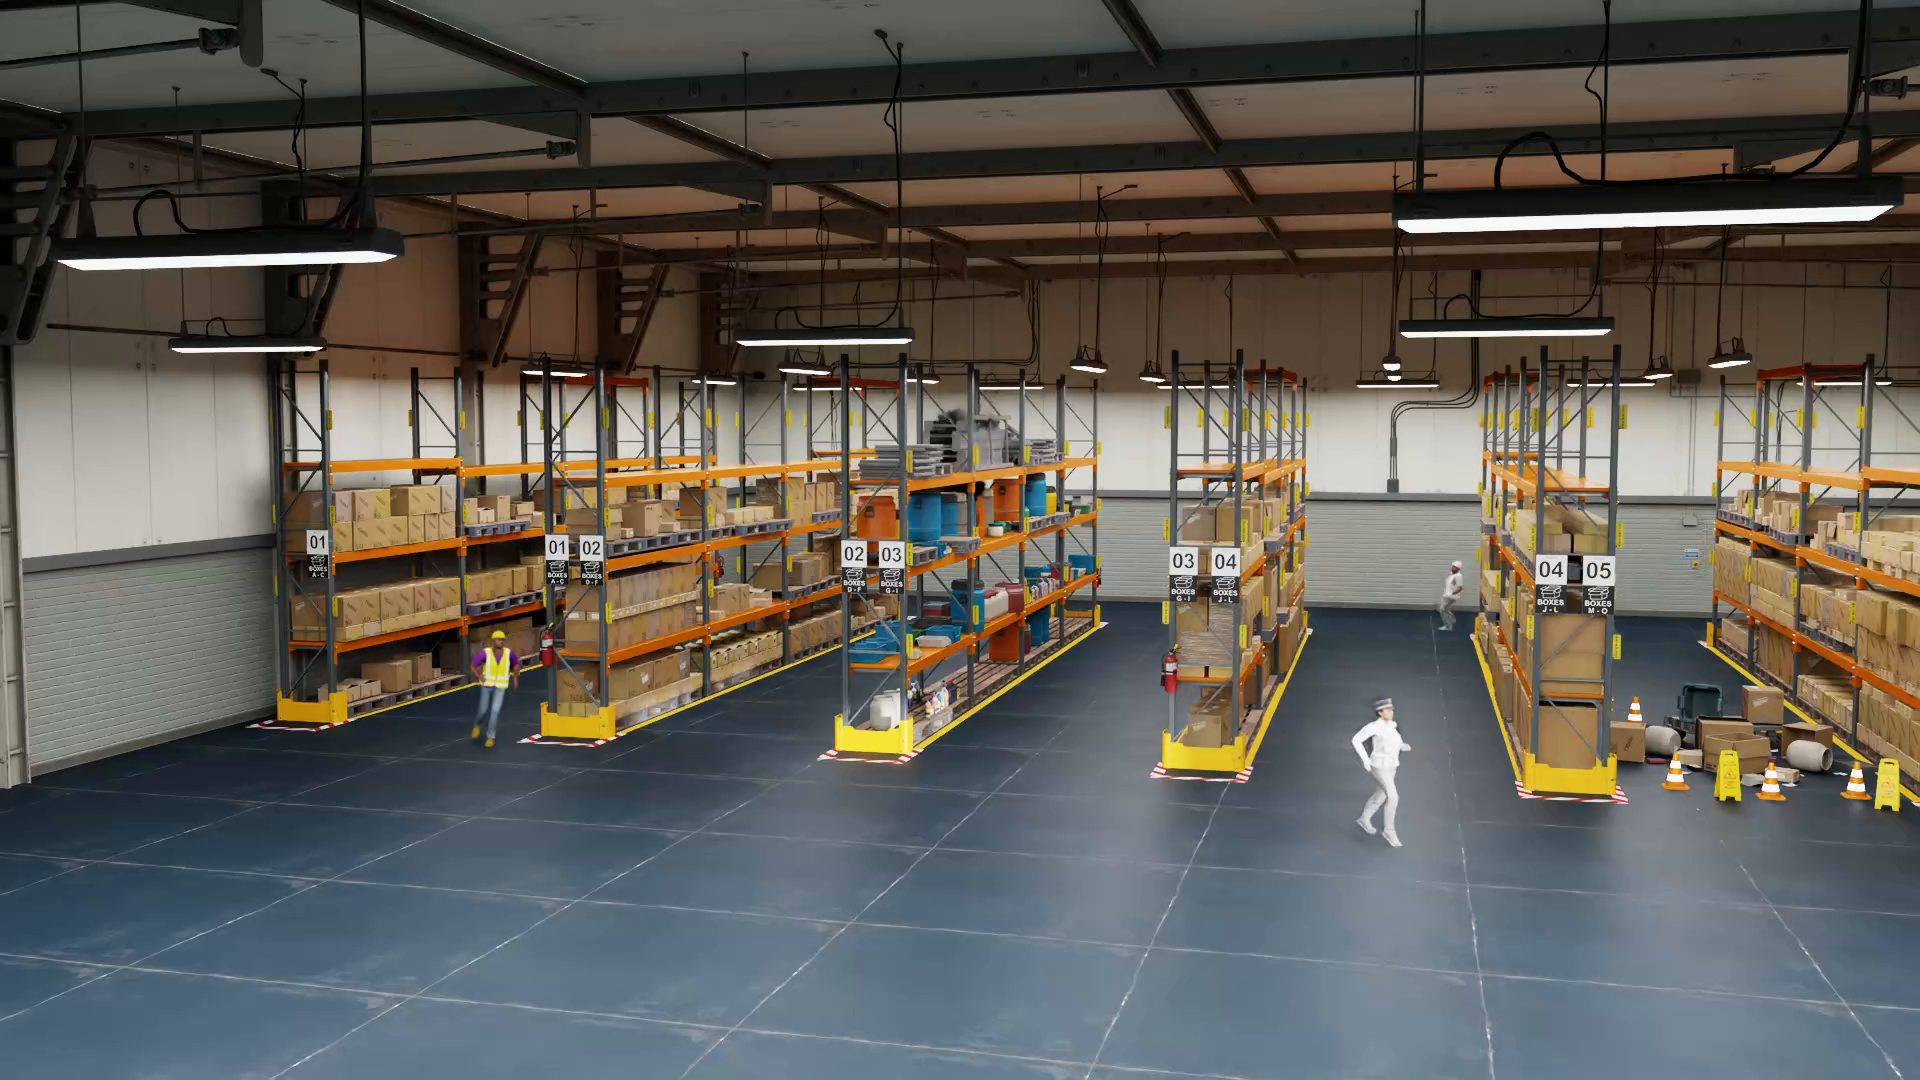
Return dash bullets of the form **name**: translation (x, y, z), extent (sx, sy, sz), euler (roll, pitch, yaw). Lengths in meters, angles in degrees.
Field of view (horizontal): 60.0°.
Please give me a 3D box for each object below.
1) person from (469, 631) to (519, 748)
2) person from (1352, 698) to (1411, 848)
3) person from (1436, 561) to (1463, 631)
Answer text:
- **person**: translation (-7.185, 2.271, 25.706), extent (0.762, 1.736, 0.971), euler (-2, 4, -21)
- **person**: translation (5.015, 2.737, 19.745), extent (0.583, 1.752, 0.763), euler (-4, 5, -41)
- **person**: translation (11.572, 1.324, 39.317), extent (0.538, 1.689, 0.752), euler (1, 4, 9)
